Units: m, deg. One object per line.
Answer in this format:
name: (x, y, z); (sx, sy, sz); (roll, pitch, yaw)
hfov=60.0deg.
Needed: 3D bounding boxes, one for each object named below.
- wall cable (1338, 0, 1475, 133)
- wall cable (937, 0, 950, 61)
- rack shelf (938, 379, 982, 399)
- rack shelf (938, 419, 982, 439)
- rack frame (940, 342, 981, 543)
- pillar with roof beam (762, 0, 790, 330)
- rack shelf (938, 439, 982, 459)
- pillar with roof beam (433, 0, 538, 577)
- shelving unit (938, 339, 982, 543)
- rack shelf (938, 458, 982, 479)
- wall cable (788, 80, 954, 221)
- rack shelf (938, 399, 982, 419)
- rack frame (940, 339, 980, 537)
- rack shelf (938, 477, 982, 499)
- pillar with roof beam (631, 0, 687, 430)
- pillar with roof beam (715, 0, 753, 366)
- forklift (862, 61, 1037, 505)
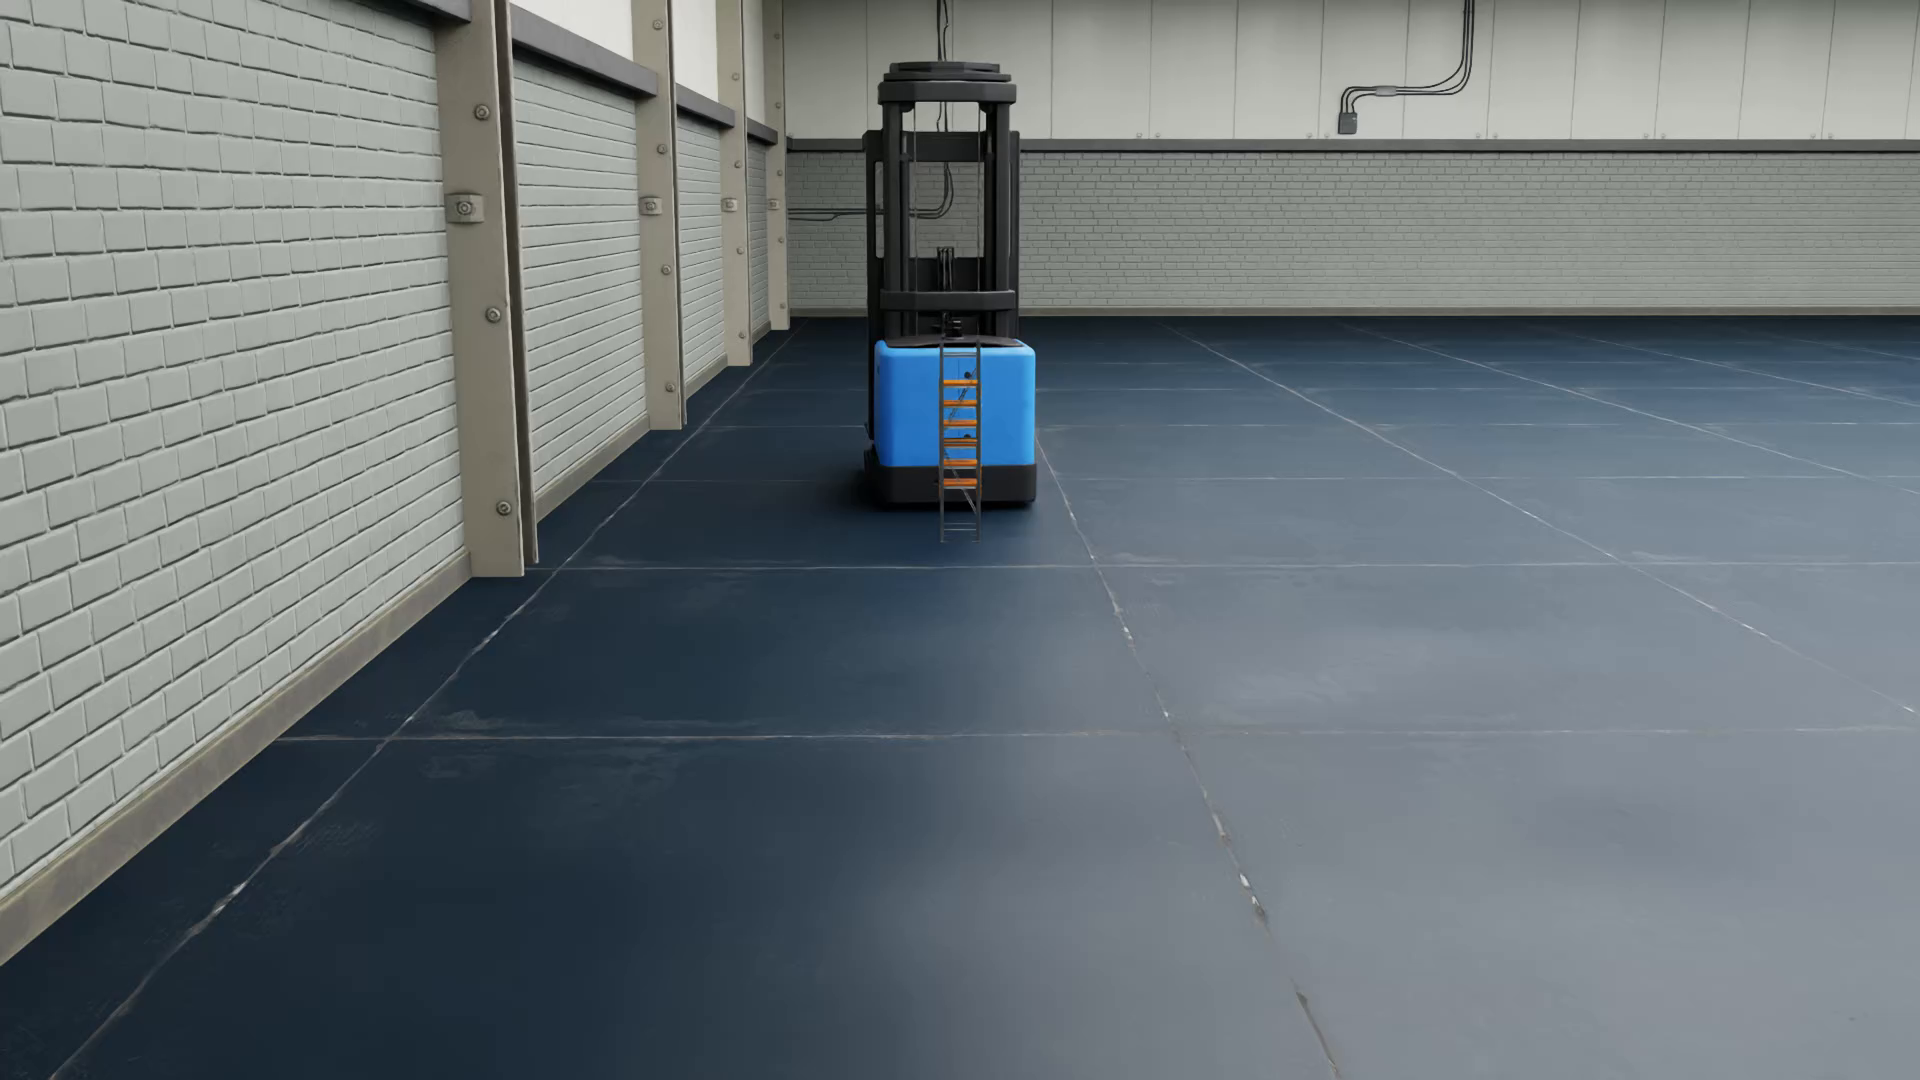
wall cable: (7.834, -10.120, 28.755); (2.305, 6.003, 0.169); (0, 11, -1)
wall cable: (1.047, -9.382, 28.777); (3.097, 2.526, 0.112); (0, 11, -1)
rack shelf: (0.000, -0.900, 9.891); (0.258, 0.103, 0.180); (0, 11, -1)
rack shelf: (0.000, -0.665, 9.939); (0.258, 0.103, 0.180); (0, 11, -1)
rack frame: (0.002, -0.573, 9.864); (0.240, 1.200, 0.006); (0, 11, -1)
pillar with roof beam: (1.385, -7.844, 26.090); (9.100, 9.000, 0.400); (0, 11, -1)
rack shelf: (0.000, -0.547, 9.963); (0.258, 0.103, 0.180); (0, 11, -1)
pillar with roof beam: (1.757, -4.266, 8.453); (9.100, 9.000, 0.400); (0, 11, -1)
shelving unit: (0.000, -0.591, 9.954); (0.258, 1.200, 0.189); (0, 11, -1)
rack shelf: (0.000, -0.430, 9.987); (0.258, 0.103, 0.180); (0, 11, -1)
wall cable: (-1.658, -6.895, 29.225); (3.097, 2.526, 0.112); (0, 11, -1)
rack shelf: (0.000, -0.783, 9.915); (0.258, 0.103, 0.180); (0, 11, -1)
rack frame: (-0.002, -0.609, 10.044); (0.240, 1.200, 0.006); (0, 11, -1)
rack shelf: (0.000, -0.312, 10.011); (0.258, 0.103, 0.180); (0, 11, -1)
pillar with roof beam: (1.633, -5.459, 14.332); (9.100, 9.000, 0.400); (0, 11, -1)
pillar with roof beam: (1.509, -6.651, 20.211); (9.100, 9.000, 0.400); (0, 11, -1)
forklift: (-0.145, -1.916, 12.129); (1.130, 2.935, 3.031); (-1, 12, -5)
